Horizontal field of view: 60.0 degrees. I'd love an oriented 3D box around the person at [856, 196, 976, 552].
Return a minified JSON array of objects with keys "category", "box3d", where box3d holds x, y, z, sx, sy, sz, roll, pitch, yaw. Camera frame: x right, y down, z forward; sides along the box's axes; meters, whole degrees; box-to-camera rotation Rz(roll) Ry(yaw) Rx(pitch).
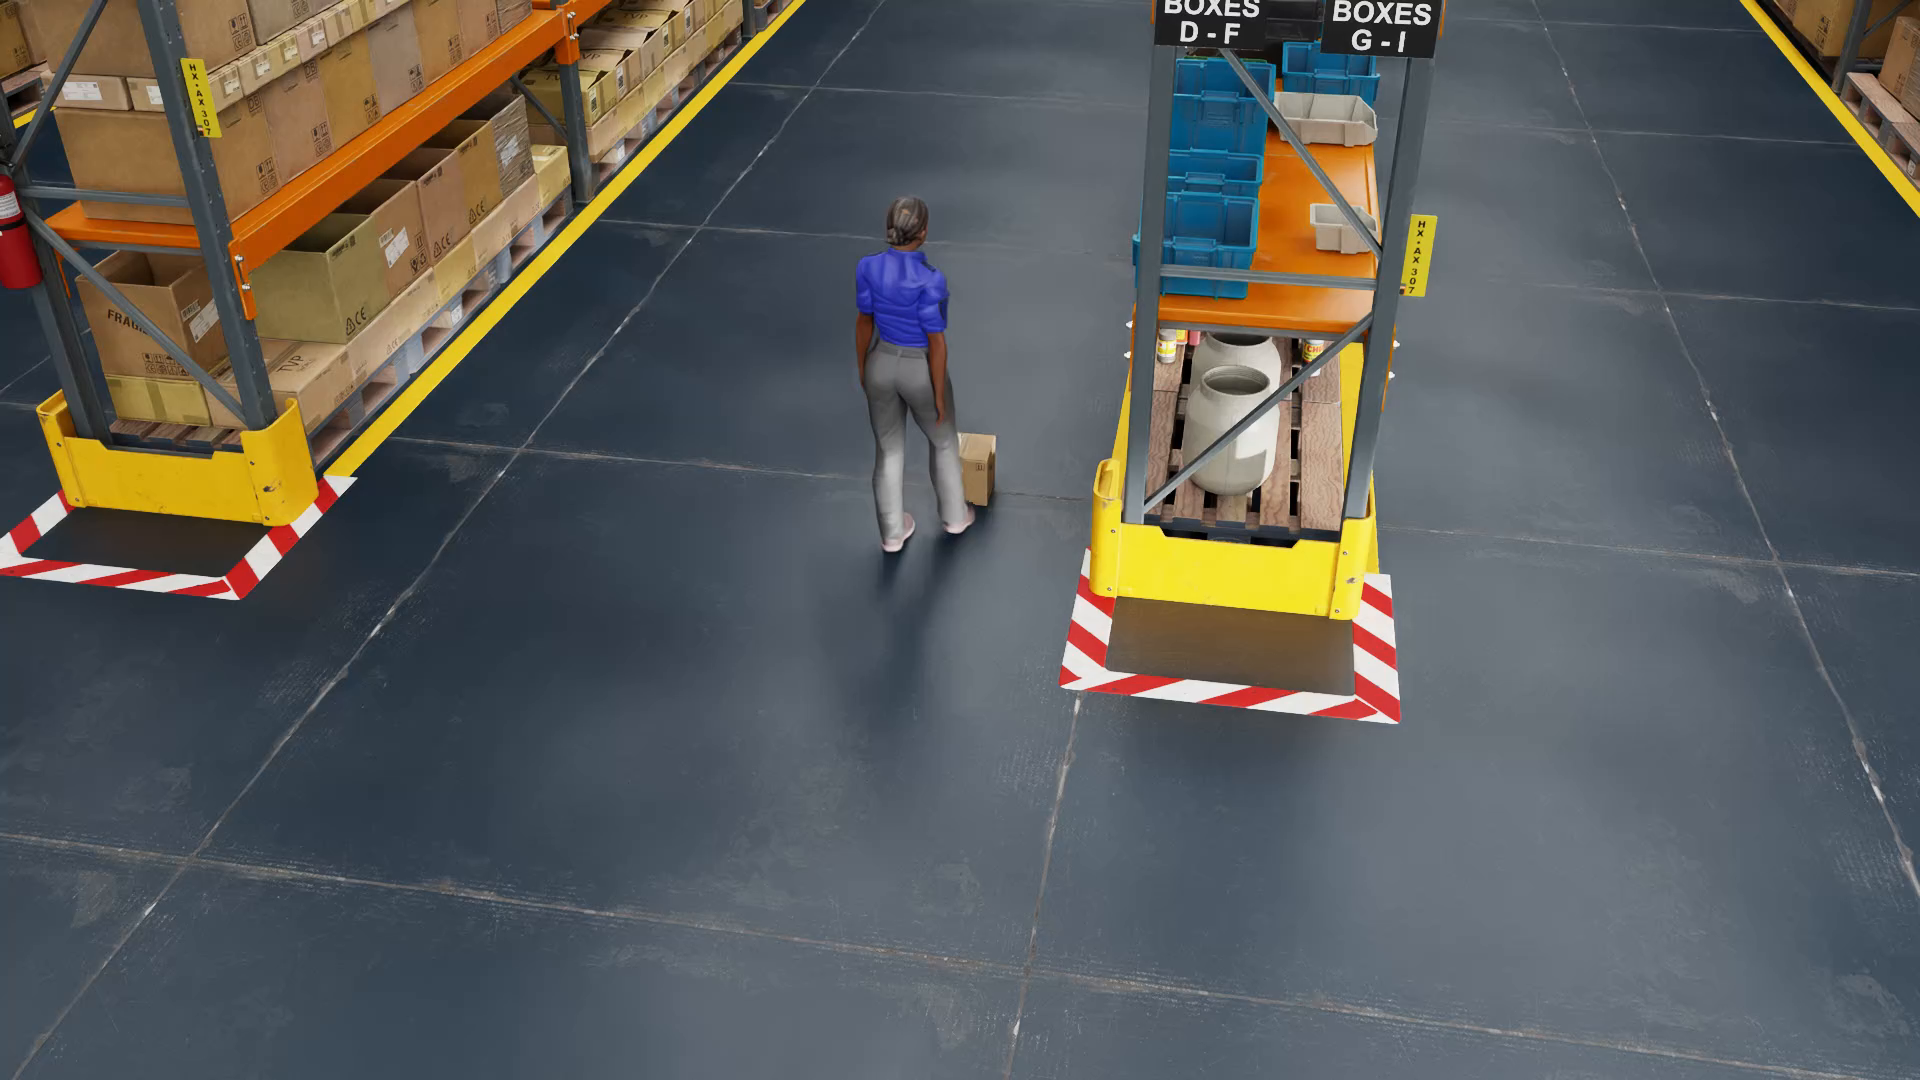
[{"category":"person","box3d":[-0.205,-0.748,7.316,0.469,1.675,0.523,12,34,18]}]
